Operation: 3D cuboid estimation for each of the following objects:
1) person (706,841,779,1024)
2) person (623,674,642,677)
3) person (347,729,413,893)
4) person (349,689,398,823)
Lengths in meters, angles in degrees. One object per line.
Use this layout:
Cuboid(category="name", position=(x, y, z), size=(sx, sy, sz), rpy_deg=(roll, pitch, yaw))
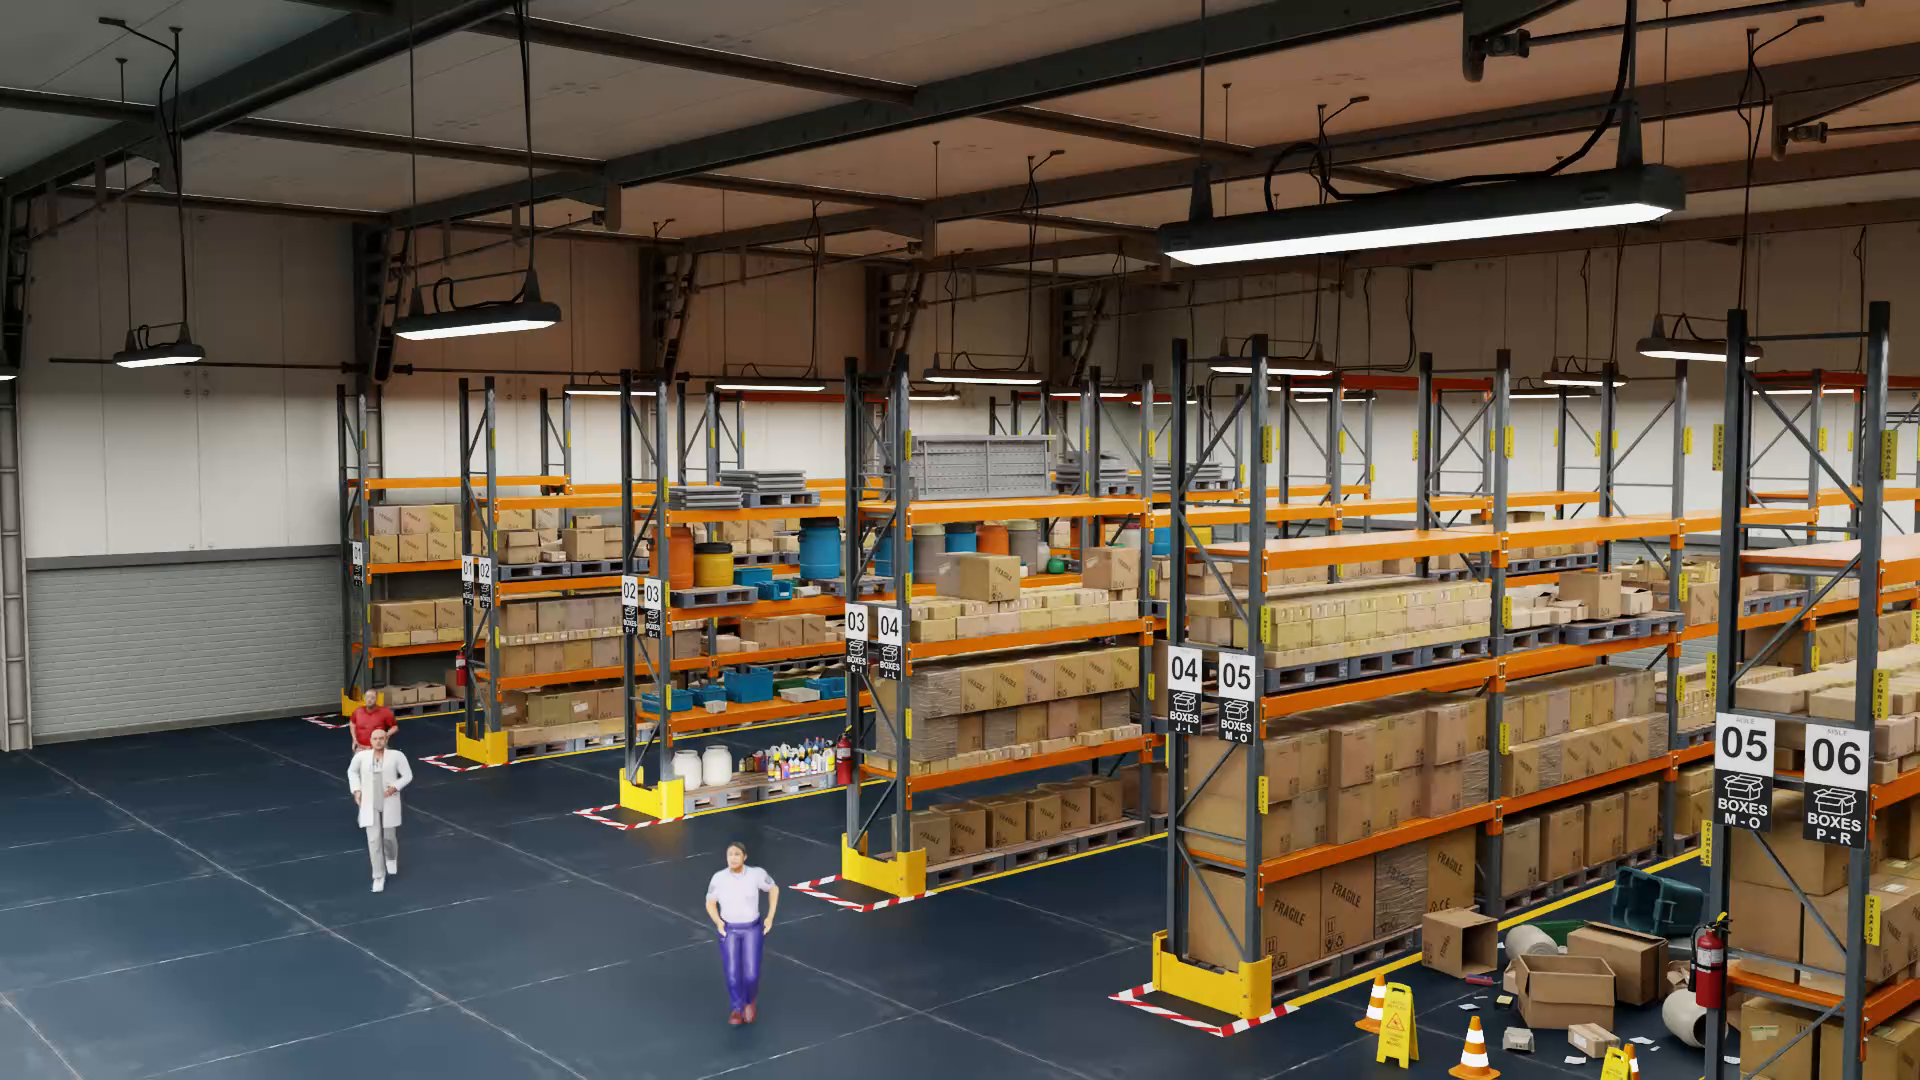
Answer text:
Cuboid(category="person", position=(-1.897, 3.415, 14.397), size=(0.618, 1.607, 0.570), rpy_deg=(0, 4, -1))
Cuboid(category="person", position=(-5.843, 2.338, 29.719), size=(0.676, 1.741, 0.971), rpy_deg=(4, 5, 44))
Cuboid(category="person", position=(-6.610, 3.033, 18.959), size=(0.716, 1.784, 0.899), rpy_deg=(-1, 4, -14))
Cuboid(category="person", position=(-7.802, 2.875, 22.123), size=(0.644, 1.797, 0.773), rpy_deg=(-1, 4, -13))
